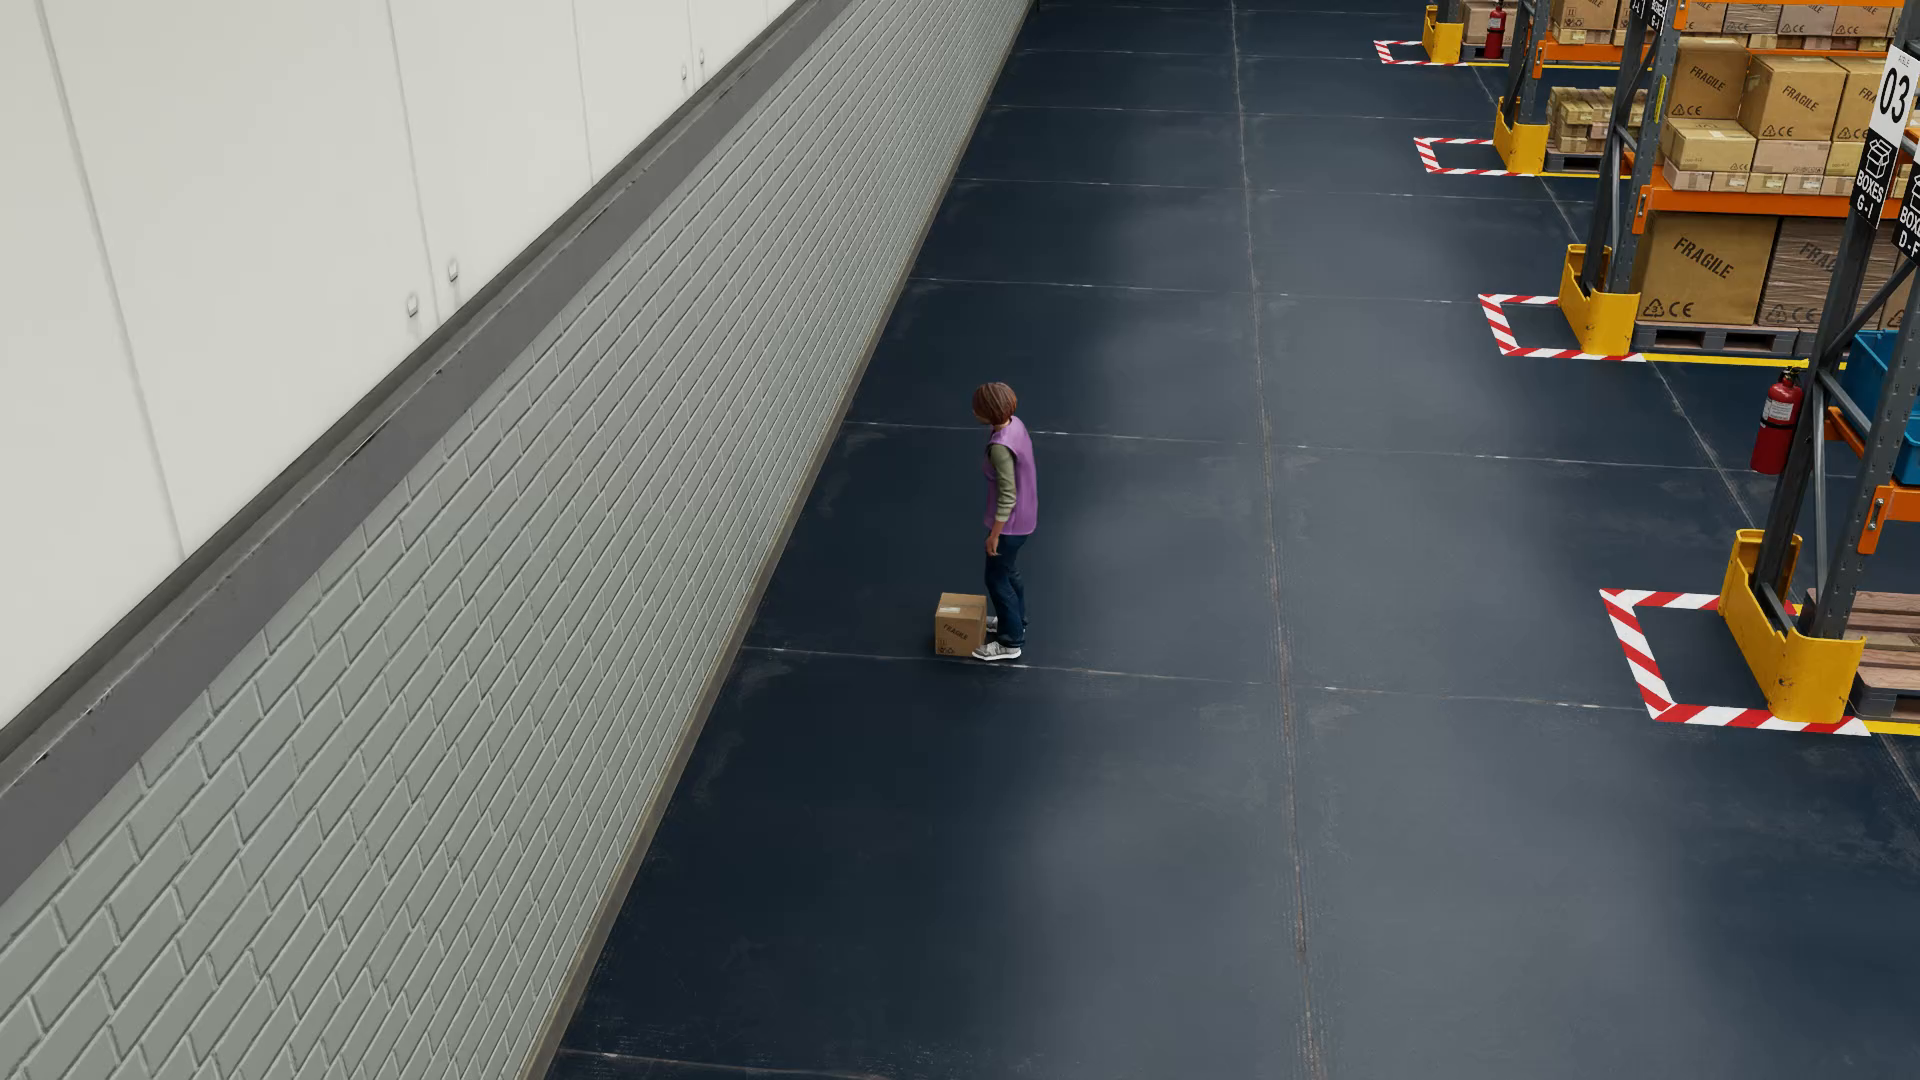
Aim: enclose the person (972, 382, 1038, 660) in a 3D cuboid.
[{"bbox_3d":[0.238,-0.102,8.820,0.342,1.594,0.481,4,29,7],"label":"person"}]
